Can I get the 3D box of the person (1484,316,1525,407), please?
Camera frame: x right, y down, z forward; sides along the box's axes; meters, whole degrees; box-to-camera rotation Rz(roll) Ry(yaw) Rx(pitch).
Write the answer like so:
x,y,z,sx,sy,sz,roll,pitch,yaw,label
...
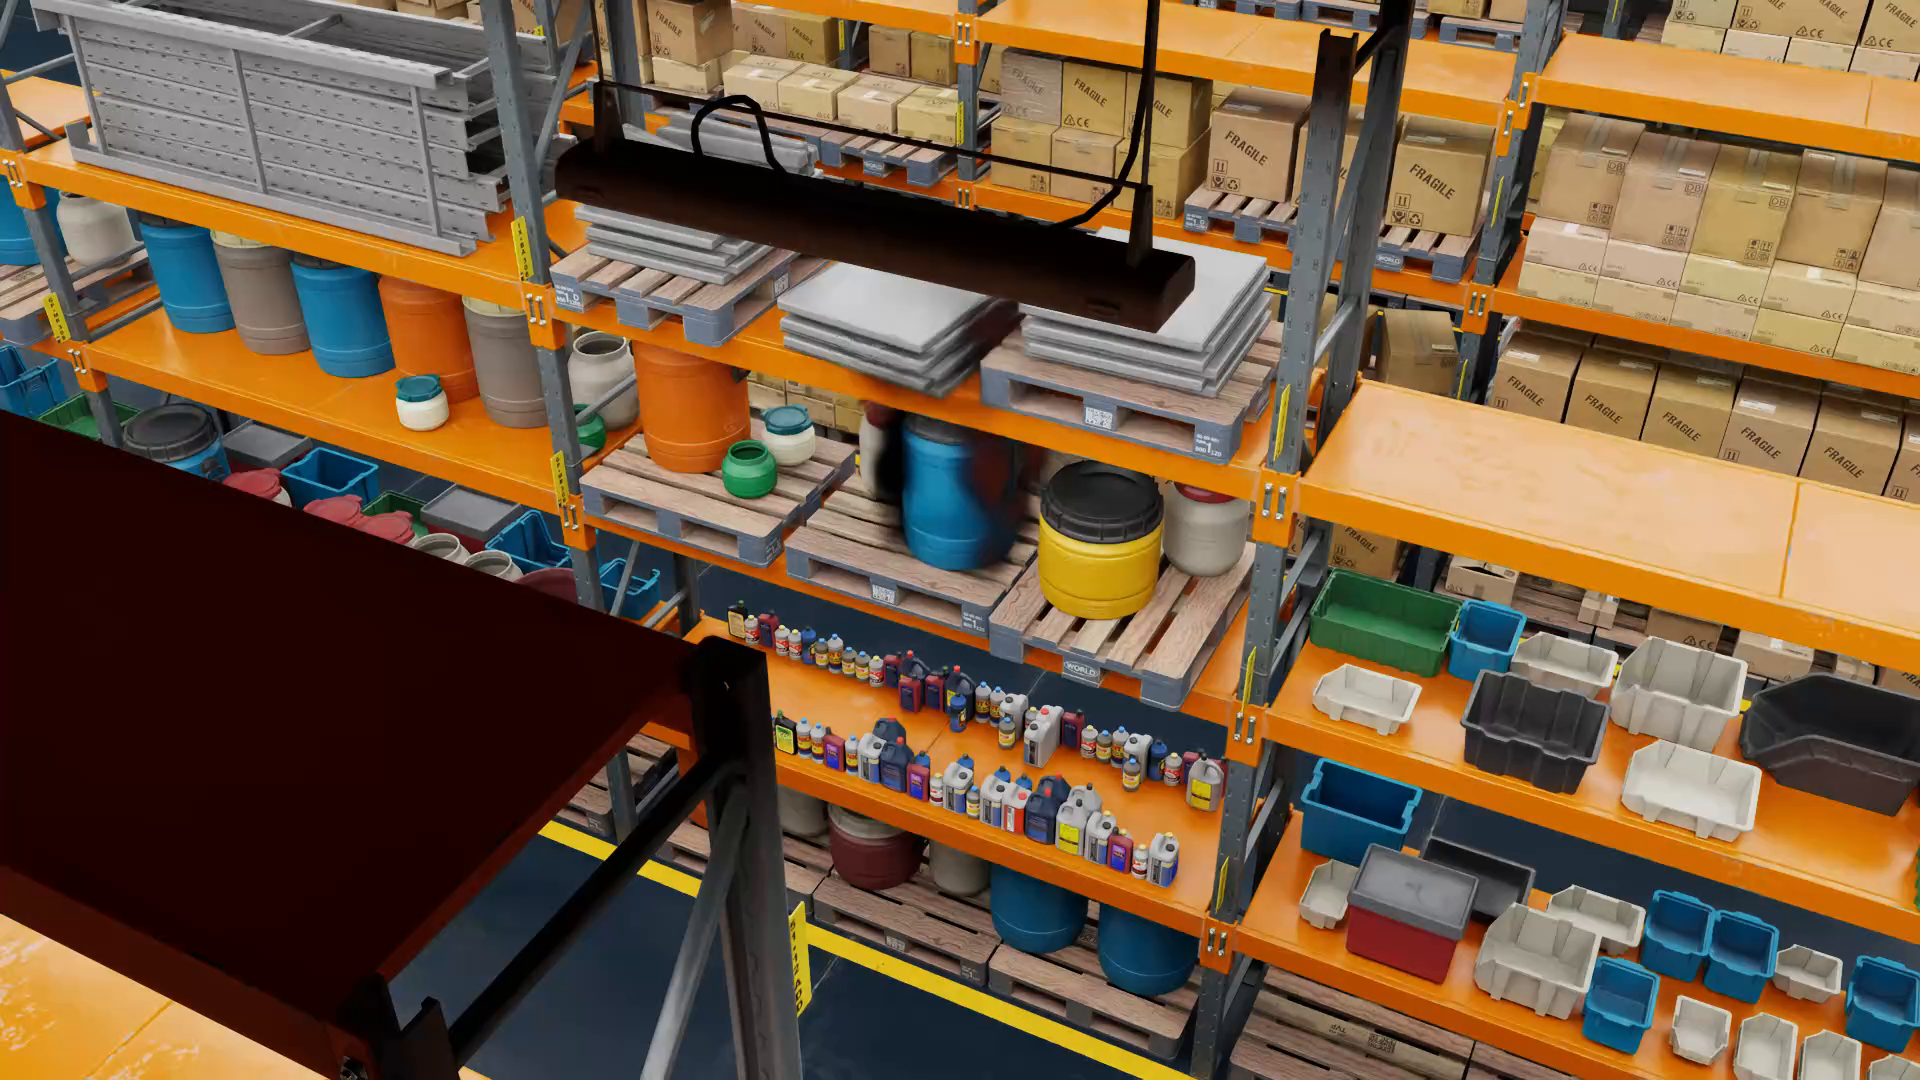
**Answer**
x,y,z,sx,sy,sz,roll,pitch,yaw,label
4.656,-1.391,14.297,1.060,1.728,0.660,14,37,19,person
